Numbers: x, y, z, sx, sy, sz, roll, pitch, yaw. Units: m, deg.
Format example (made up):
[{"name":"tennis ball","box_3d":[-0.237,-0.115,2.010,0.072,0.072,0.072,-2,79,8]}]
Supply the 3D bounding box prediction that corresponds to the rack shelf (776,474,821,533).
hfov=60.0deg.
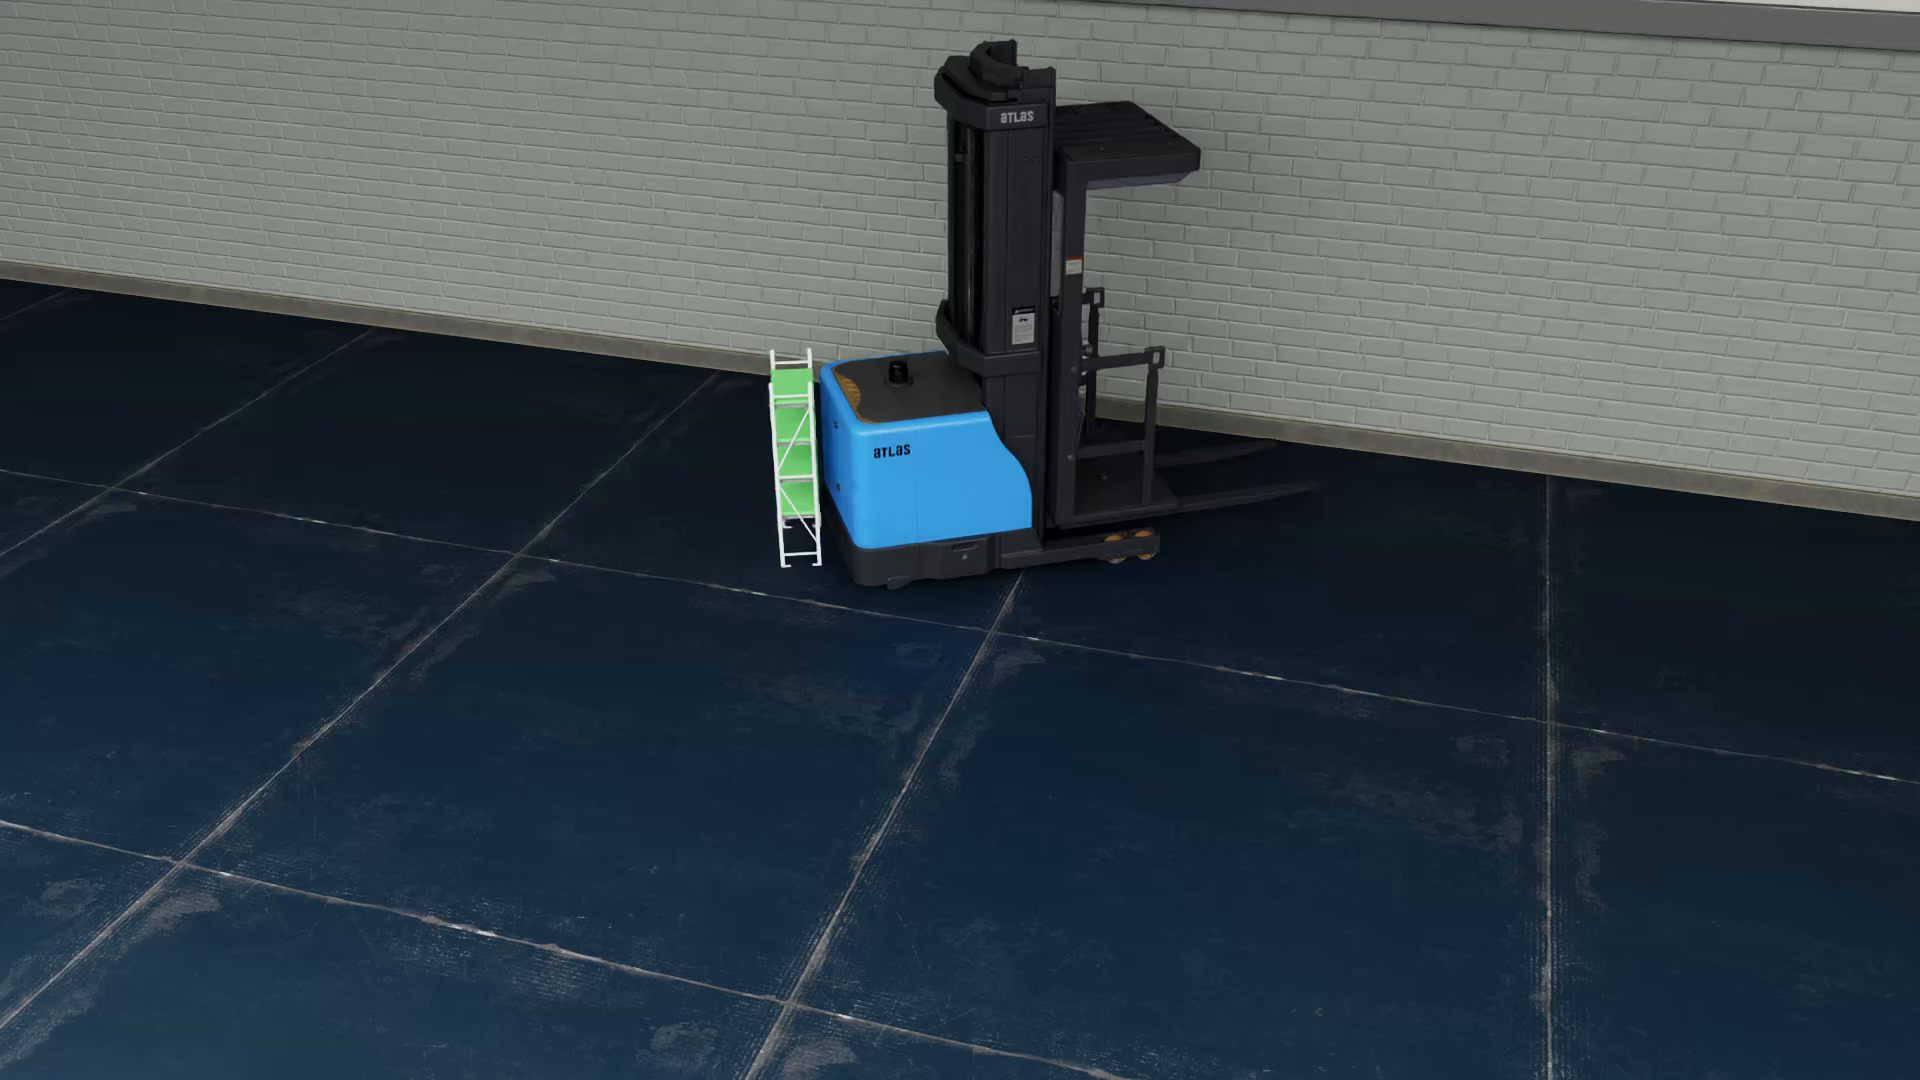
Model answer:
[{"name":"rack shelf","box_3d":[-0.977,-0.221,10.071,0.258,0.148,0.480,-3,29,-4]}]

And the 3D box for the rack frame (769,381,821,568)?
[{"name":"rack frame","box_3d":[-0.958,-0.368,9.711,0.240,1.200,0.015,-3,29,-4]}]

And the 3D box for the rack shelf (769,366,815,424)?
[{"name":"rack shelf","box_3d":[-0.981,-0.850,9.721,0.258,0.148,0.480,-3,29,-4]}]

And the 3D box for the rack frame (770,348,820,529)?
[{"name":"rack frame","box_3d":[-0.999,-0.605,10.136,0.240,1.200,0.015,-3,29,-4]}]

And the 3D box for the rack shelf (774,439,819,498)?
[{"name":"rack shelf","box_3d":[-0.978,-0.431,9.955,0.258,0.148,0.480,-3,29,-4]}]

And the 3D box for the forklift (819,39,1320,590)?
[{"name":"forklift","box_3d":[0.717,-1.382,9.754,3.031,2.935,1.130,-8,30,-14]}]

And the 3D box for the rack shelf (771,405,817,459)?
[{"name":"rack shelf","box_3d":[-0.980,-0.640,9.838,0.258,0.148,0.480,-3,29,-4]}]

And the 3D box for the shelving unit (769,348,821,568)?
[{"name":"shelving unit","box_3d":[-0.979,-0.486,9.923,0.258,1.200,0.503,-3,29,-4]}]
